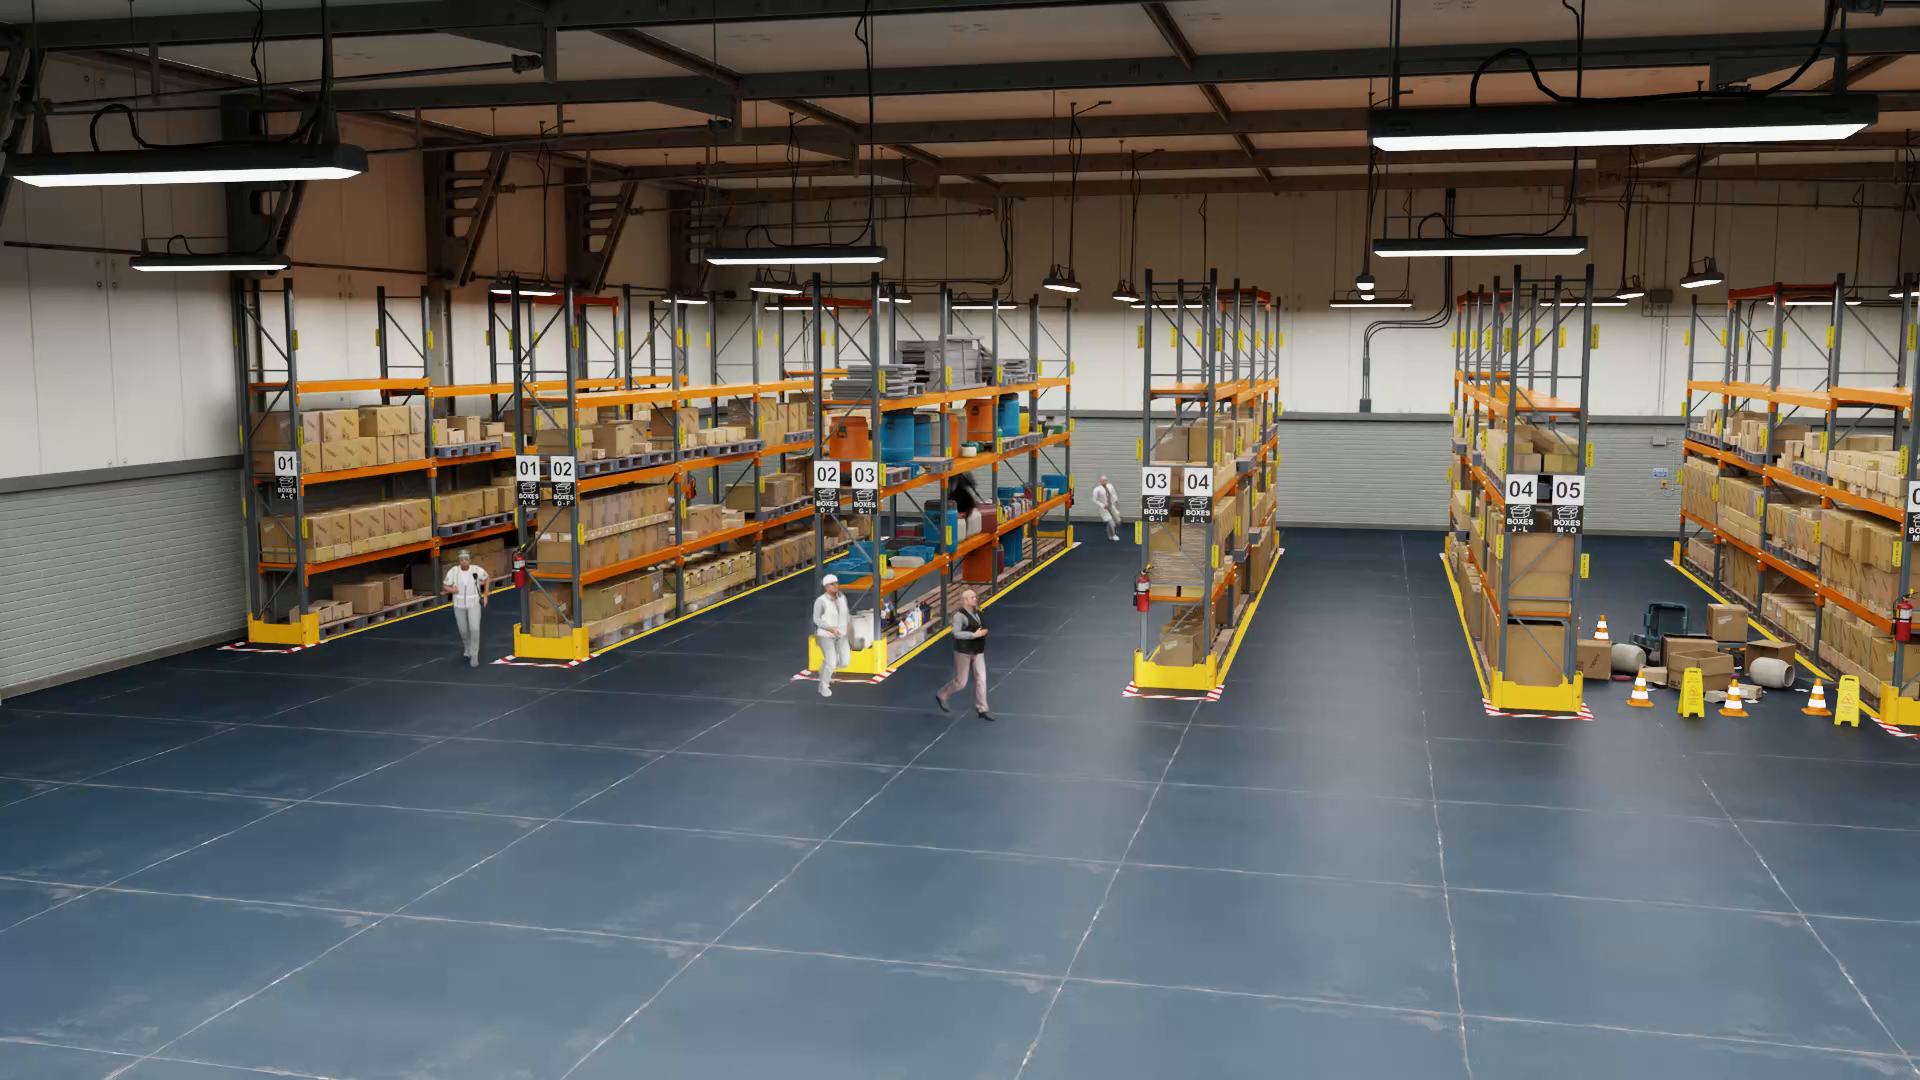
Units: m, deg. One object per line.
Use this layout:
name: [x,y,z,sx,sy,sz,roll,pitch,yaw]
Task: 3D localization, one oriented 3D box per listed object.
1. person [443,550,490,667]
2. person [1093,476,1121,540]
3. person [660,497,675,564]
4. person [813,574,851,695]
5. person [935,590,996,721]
person: [-7.693,1.038,25.951,0.680,1.827,0.894,-1,7,-9]
person: [3.685,-0.786,41.465,0.825,1.647,0.543,-4,8,-32]
person: [-6.037,-0.025,34.629,0.662,1.744,0.766,2,7,15]
person: [-1.778,1.340,23.519,0.691,1.734,0.638,-5,9,-38]
person: [0.096,1.501,21.934,0.947,1.708,0.657,6,9,40]
